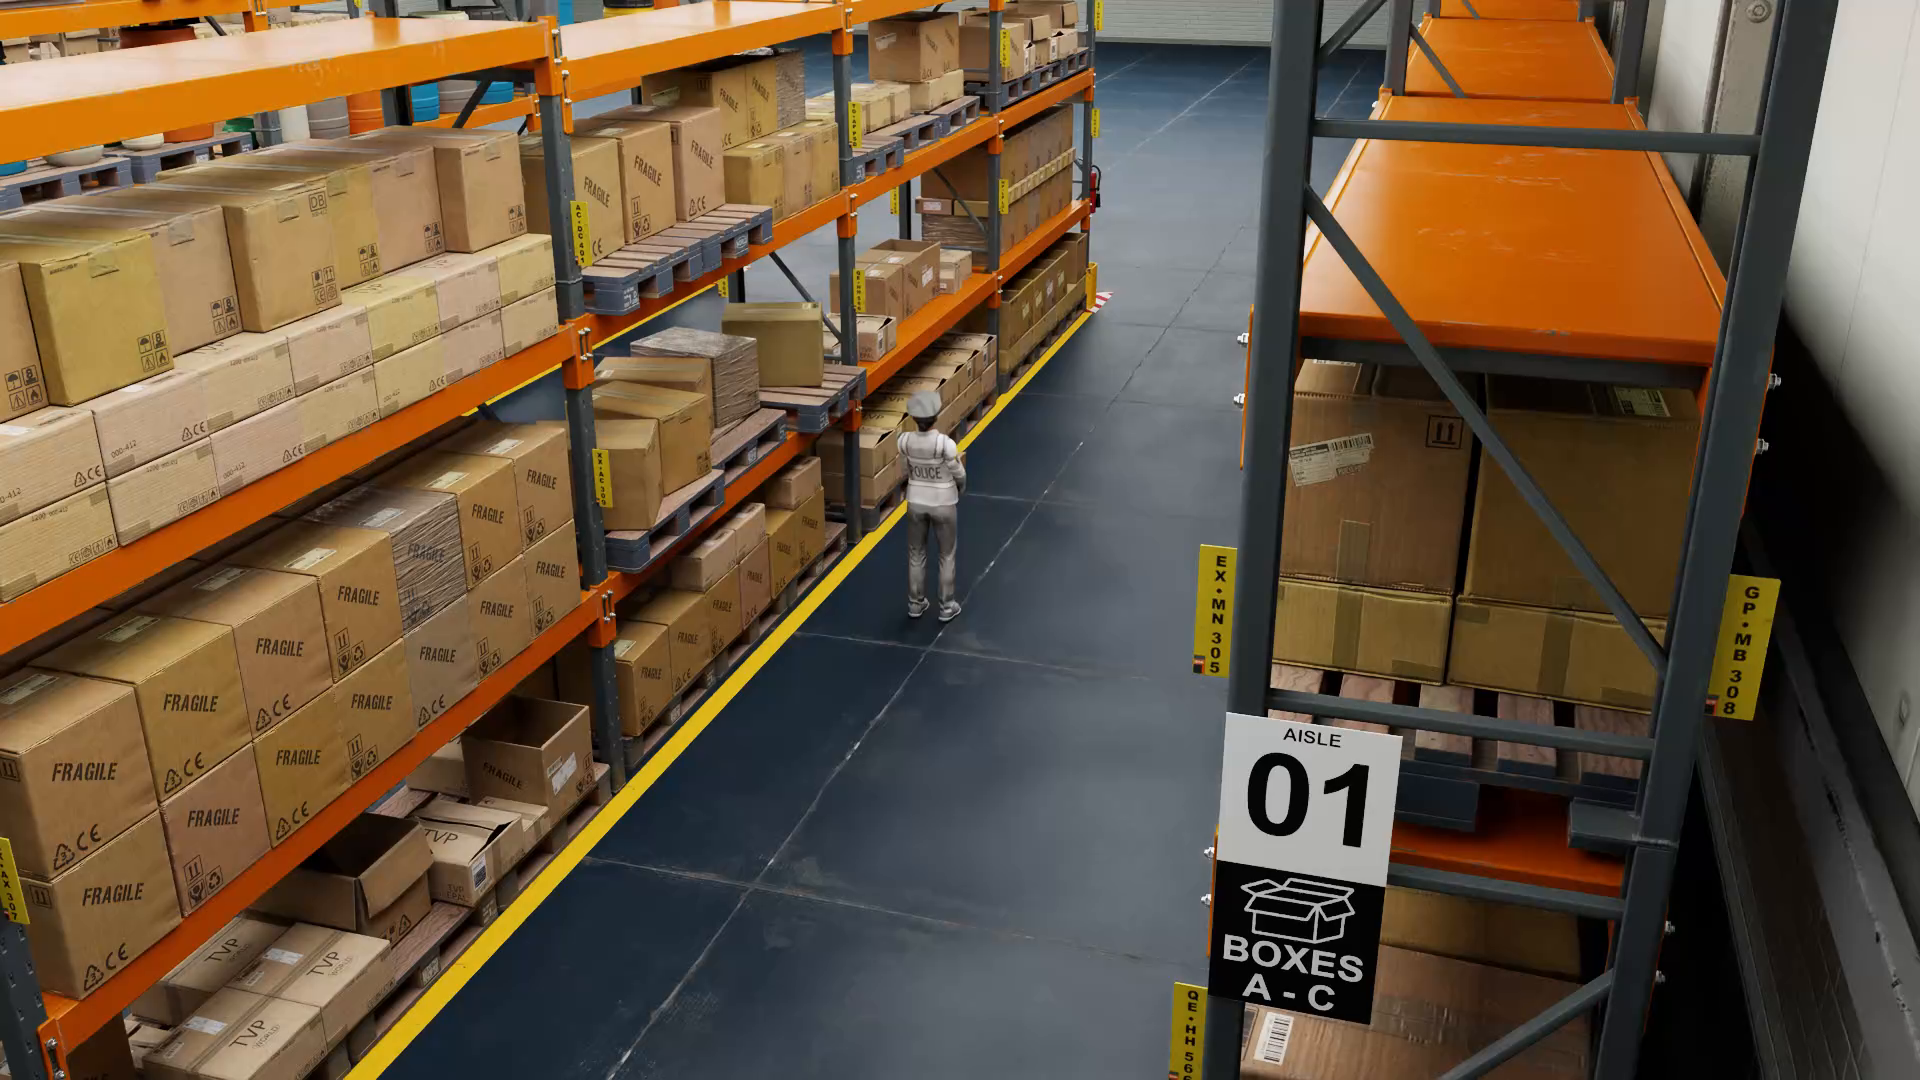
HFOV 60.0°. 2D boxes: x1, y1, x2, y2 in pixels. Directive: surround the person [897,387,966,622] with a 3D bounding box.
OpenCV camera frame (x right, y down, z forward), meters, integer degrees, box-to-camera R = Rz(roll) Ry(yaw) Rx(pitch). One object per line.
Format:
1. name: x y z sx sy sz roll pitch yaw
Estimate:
1. person: -0.187 -0.267 11.707 0.492 1.691 0.476 6 23 15
